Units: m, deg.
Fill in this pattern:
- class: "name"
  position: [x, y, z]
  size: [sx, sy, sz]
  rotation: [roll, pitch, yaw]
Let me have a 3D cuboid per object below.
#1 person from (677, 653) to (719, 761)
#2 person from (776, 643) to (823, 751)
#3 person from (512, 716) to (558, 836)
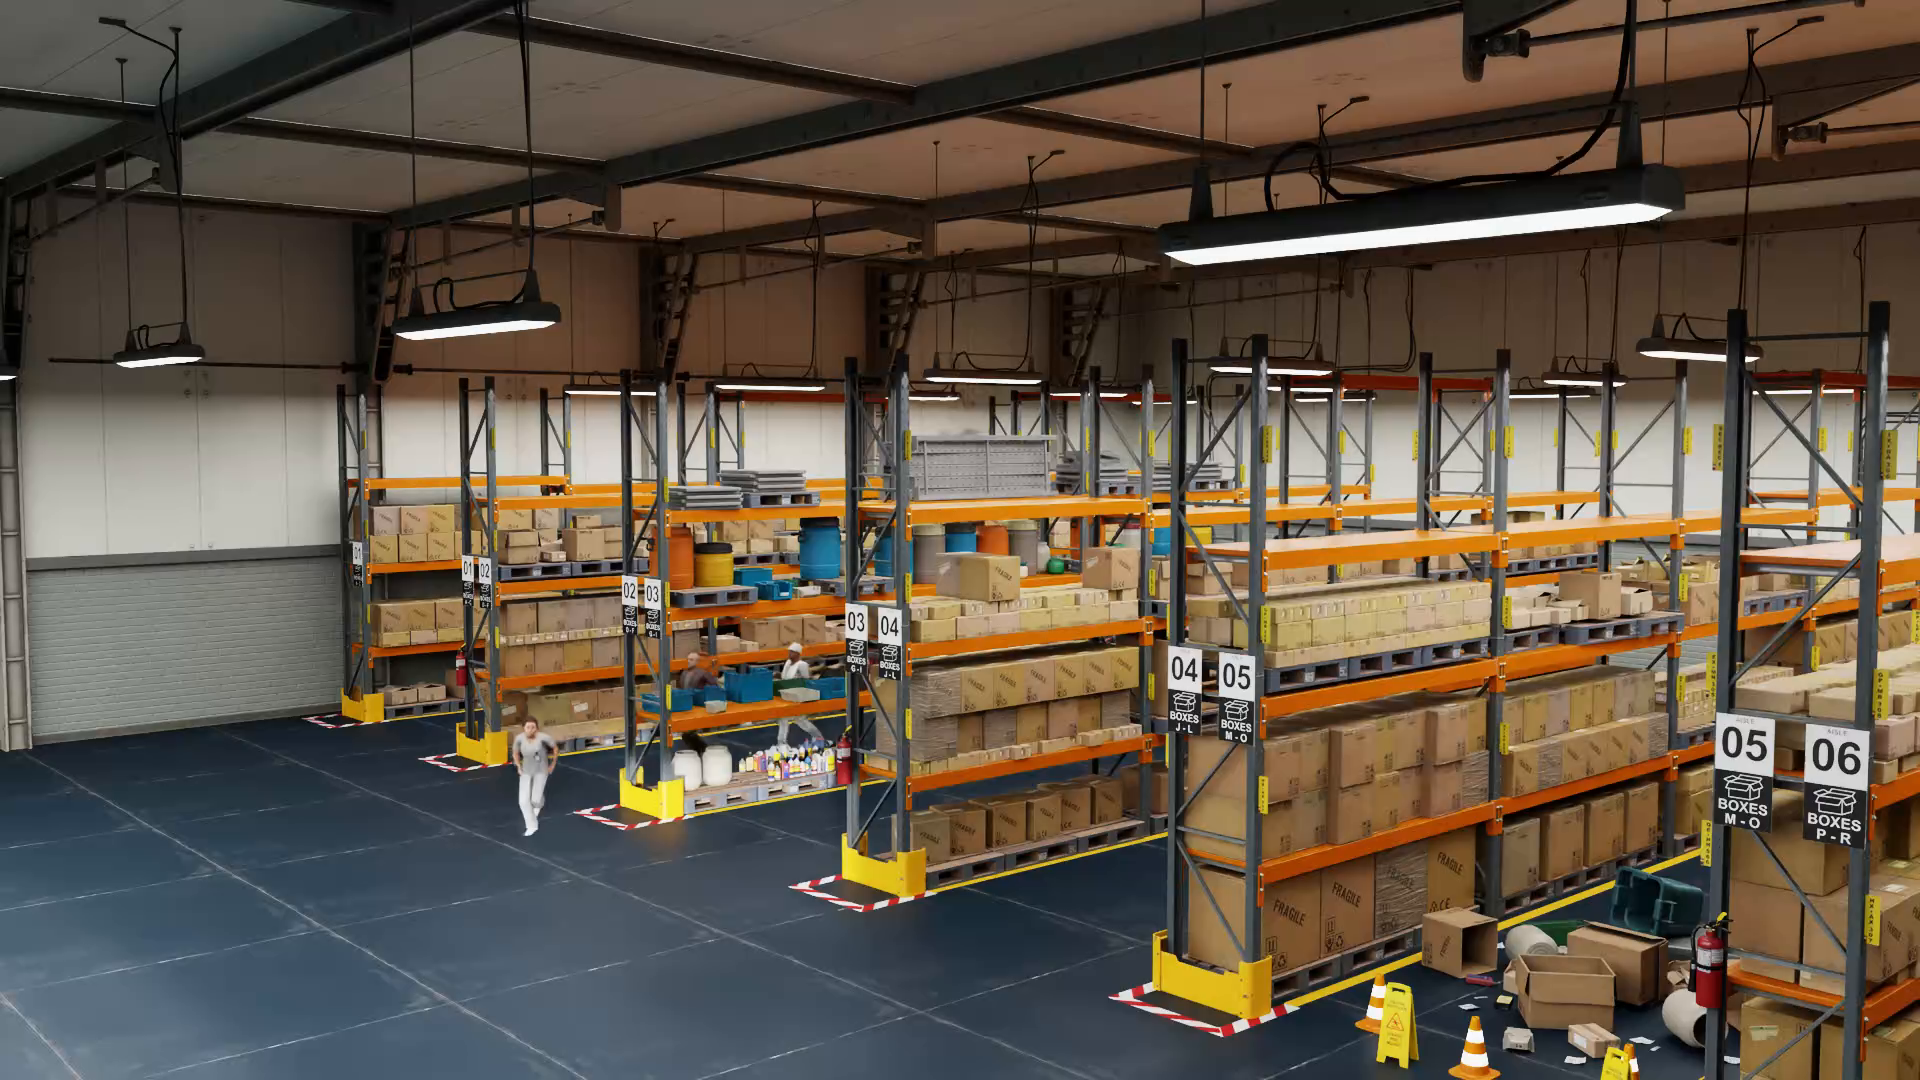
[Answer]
- class: "person"
  position: [-4.148, 2.611, 25.523]
  size: [0.697, 1.741, 0.639]
  rotation: [3, 5, 35]
- class: "person"
  position: [-2.614, 2.524, 26.418]
  size: [0.988, 1.796, 0.669]
  rotation: [-4, 5, -43]
- class: "person"
  position: [-5.440, 3.003, 21.382]
  size: [0.565, 1.579, 0.819]
  rotation: [0, 4, -2]
